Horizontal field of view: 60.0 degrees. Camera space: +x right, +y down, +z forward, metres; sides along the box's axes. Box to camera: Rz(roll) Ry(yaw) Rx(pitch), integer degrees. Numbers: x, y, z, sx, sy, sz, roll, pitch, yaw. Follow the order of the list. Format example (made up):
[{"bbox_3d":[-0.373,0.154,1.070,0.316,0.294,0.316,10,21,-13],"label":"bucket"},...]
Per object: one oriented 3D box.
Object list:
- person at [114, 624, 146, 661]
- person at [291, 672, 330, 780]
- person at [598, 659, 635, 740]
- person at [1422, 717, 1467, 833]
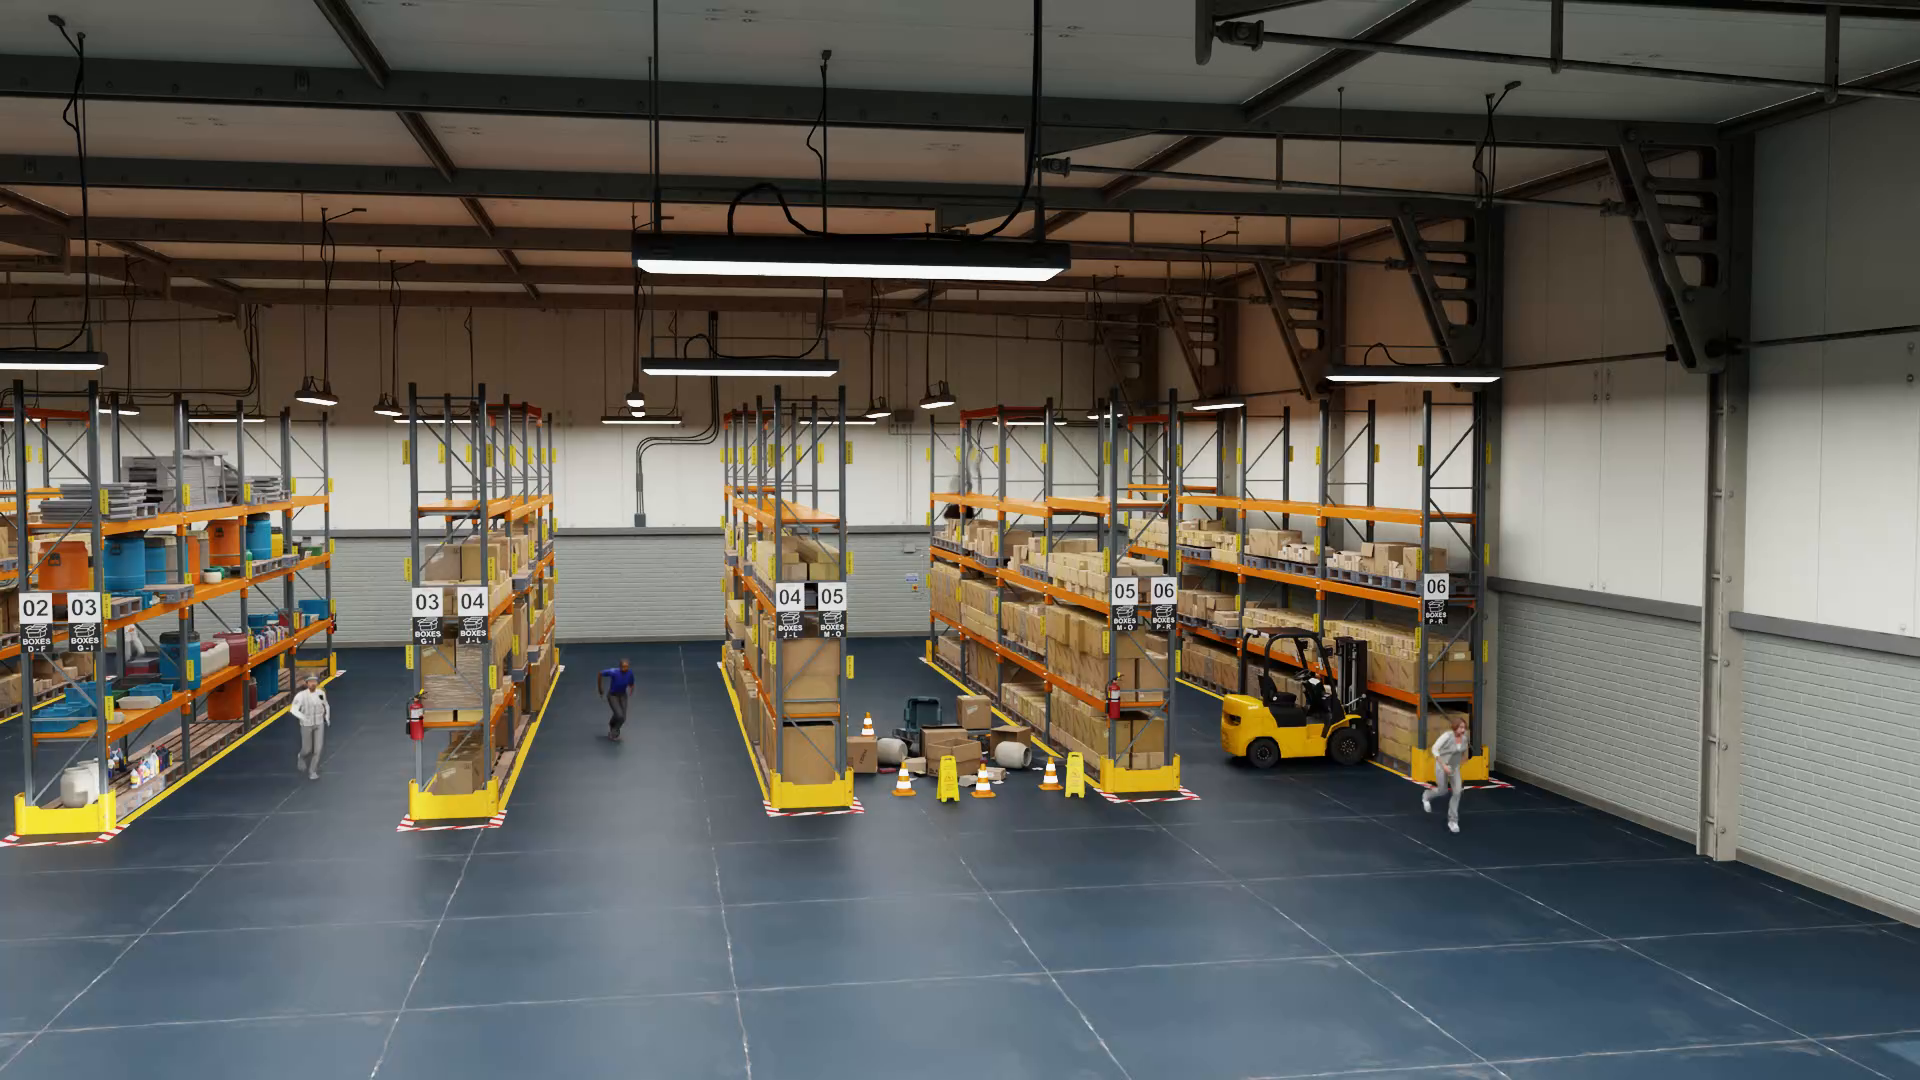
[{"bbox_3d":[-18.933,2.288,37.871,0.639,1.628,0.660,2,4,40],"label":"person"},{"bbox_3d":[-10.060,2.865,25.798,0.609,1.654,0.611,-2,4,-39],"label":"person"},{"bbox_3d":[-6.000,2.789,29.042,0.602,1.486,0.854,-2,4,-35],"label":"person"},{"bbox_3d":[6.543,3.117,22.475,0.559,1.549,0.896,-1,3,-22],"label":"person"}]
